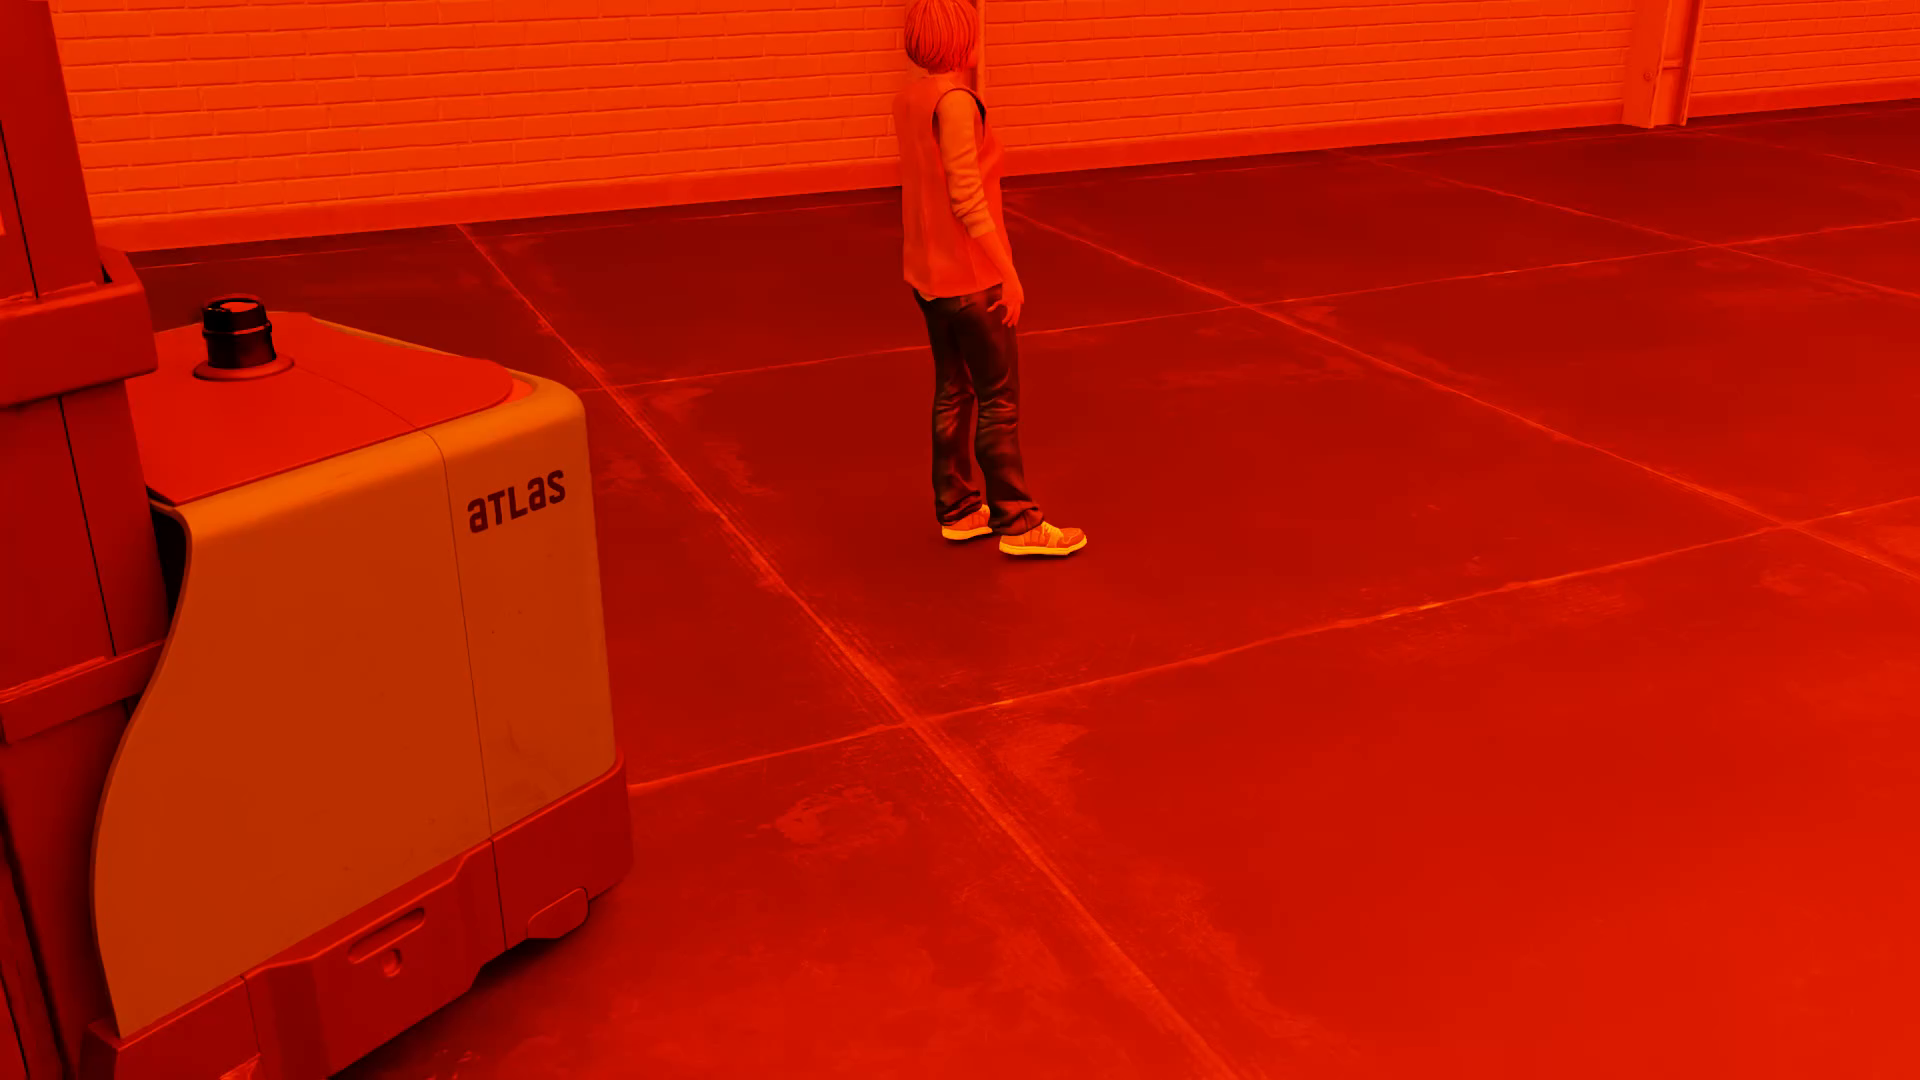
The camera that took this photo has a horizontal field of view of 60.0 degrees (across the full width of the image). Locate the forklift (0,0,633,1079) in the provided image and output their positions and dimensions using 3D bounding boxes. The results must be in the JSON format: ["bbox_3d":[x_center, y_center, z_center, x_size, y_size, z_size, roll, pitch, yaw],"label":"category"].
[{"bbox_3d":[-1.937,-0.293,1.992,1.130,2.935,3.031,16,27,33],"label":"forklift"}]

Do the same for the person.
[{"bbox_3d":[0.074,-0.752,4.815,0.473,1.599,0.520,-10,25,-23],"label":"person"}]
